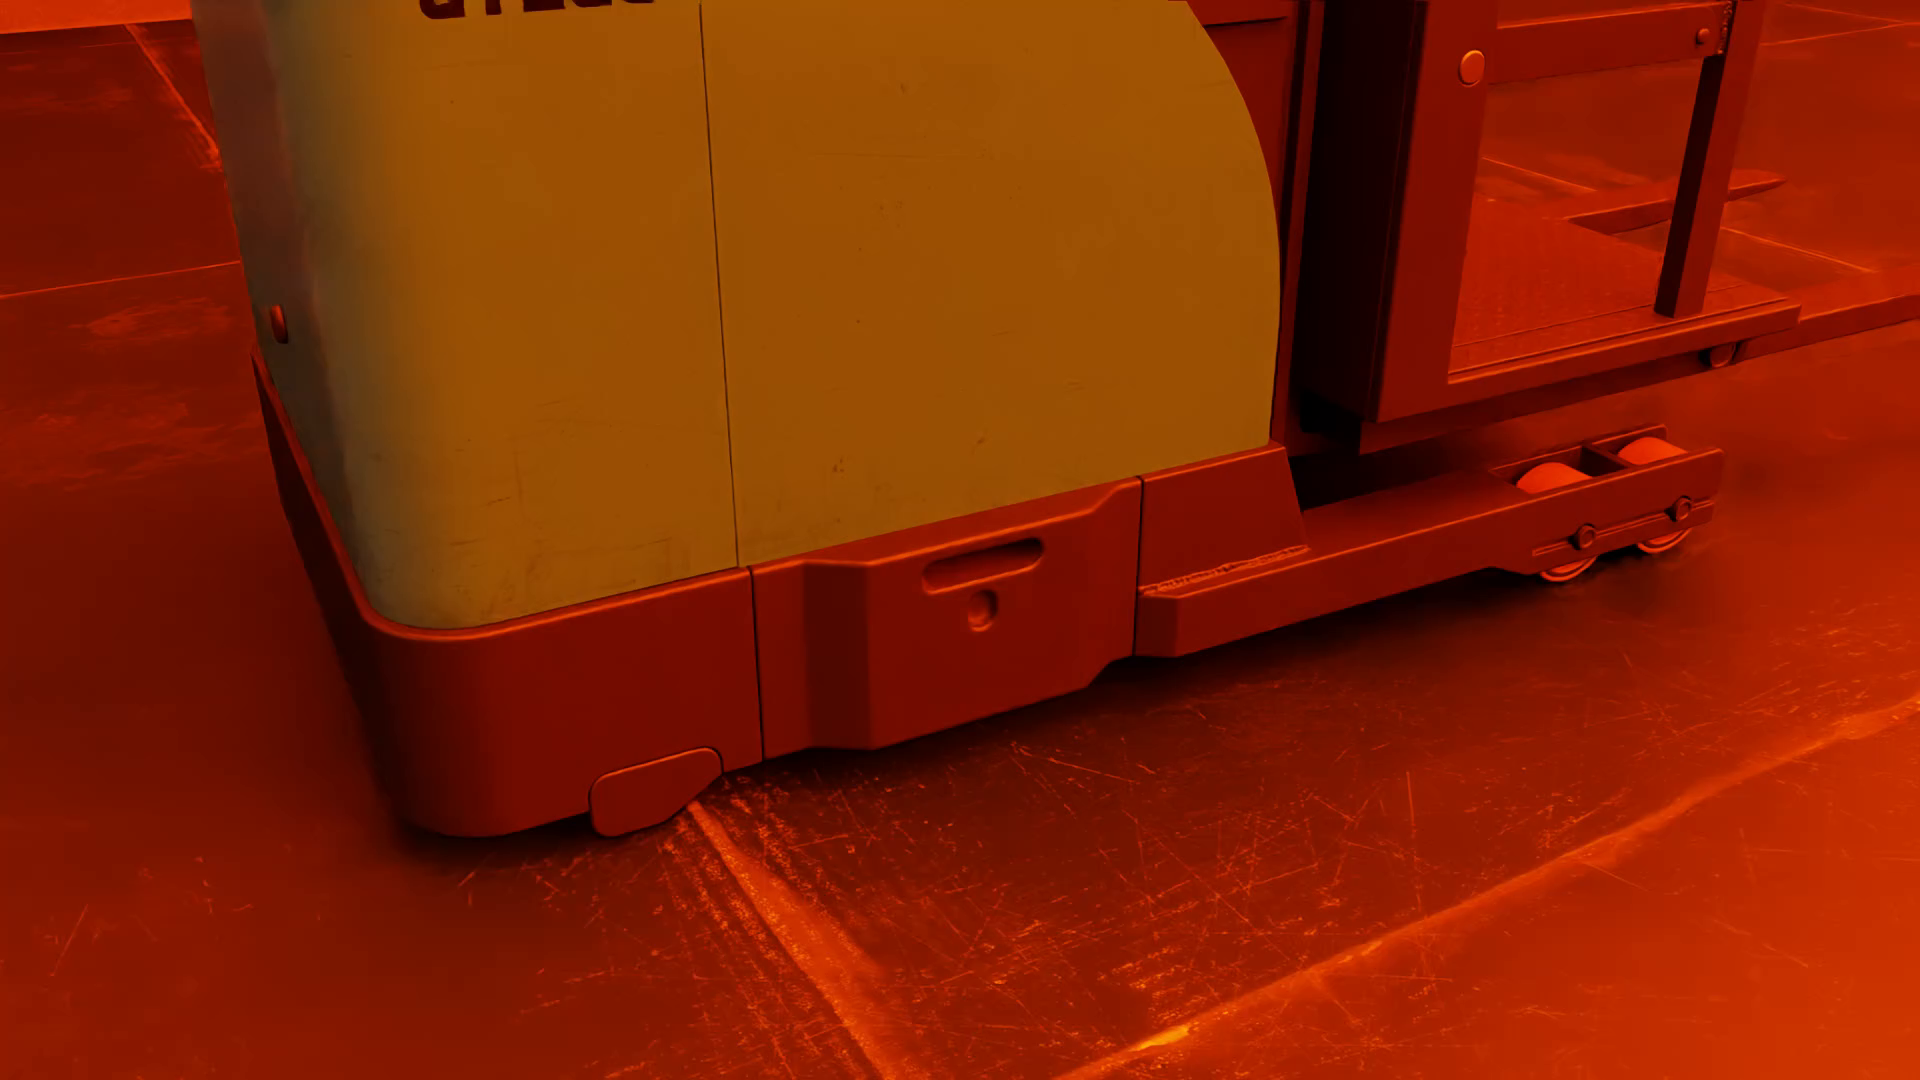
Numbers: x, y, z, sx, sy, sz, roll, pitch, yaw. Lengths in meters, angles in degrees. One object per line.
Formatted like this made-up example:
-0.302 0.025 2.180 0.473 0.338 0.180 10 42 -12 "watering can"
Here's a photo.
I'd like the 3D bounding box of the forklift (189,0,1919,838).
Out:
0.541 -1.445 2.109 3.031 2.935 1.130 -13 30 -25 "forklift"
